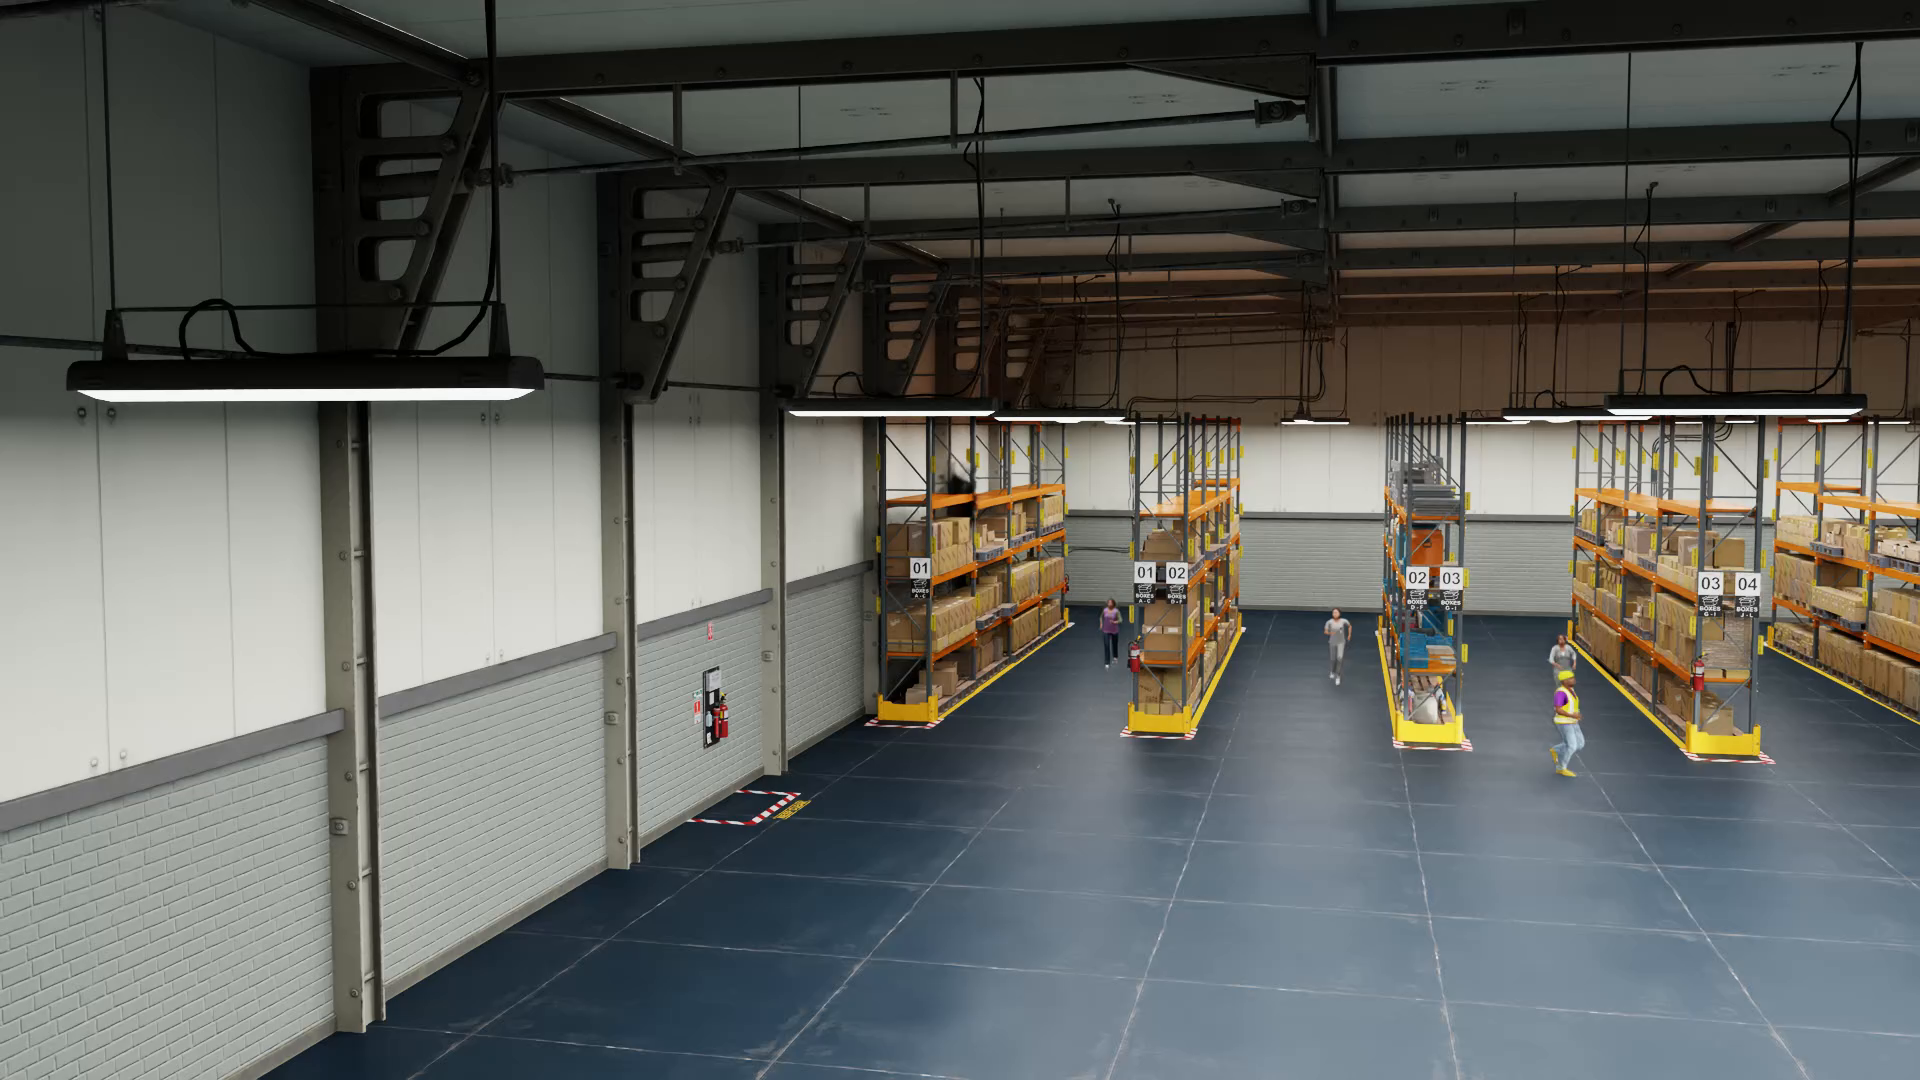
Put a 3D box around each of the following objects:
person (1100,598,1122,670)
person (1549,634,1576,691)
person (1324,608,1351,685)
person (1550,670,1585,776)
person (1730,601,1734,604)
[{"bbox_3d":[3.391,2.102,37.437,0.537,1.571,0.893,1,4,11],"label":"person"},{"bbox_3d":[12.180,2.677,33.583,0.566,1.554,0.643,1,4,10],"label":"person"},{"bbox_3d":[8.482,2.363,37.357,0.575,1.708,0.901,1,4,18],"label":"person"},{"bbox_3d":[10.001,3.008,27.399,0.593,1.723,0.744,3,5,37],"label":"person"},{"bbox_3d":[20.114,1.877,44.203,0.547,1.719,0.680,-2,4,-22],"label":"person"}]
